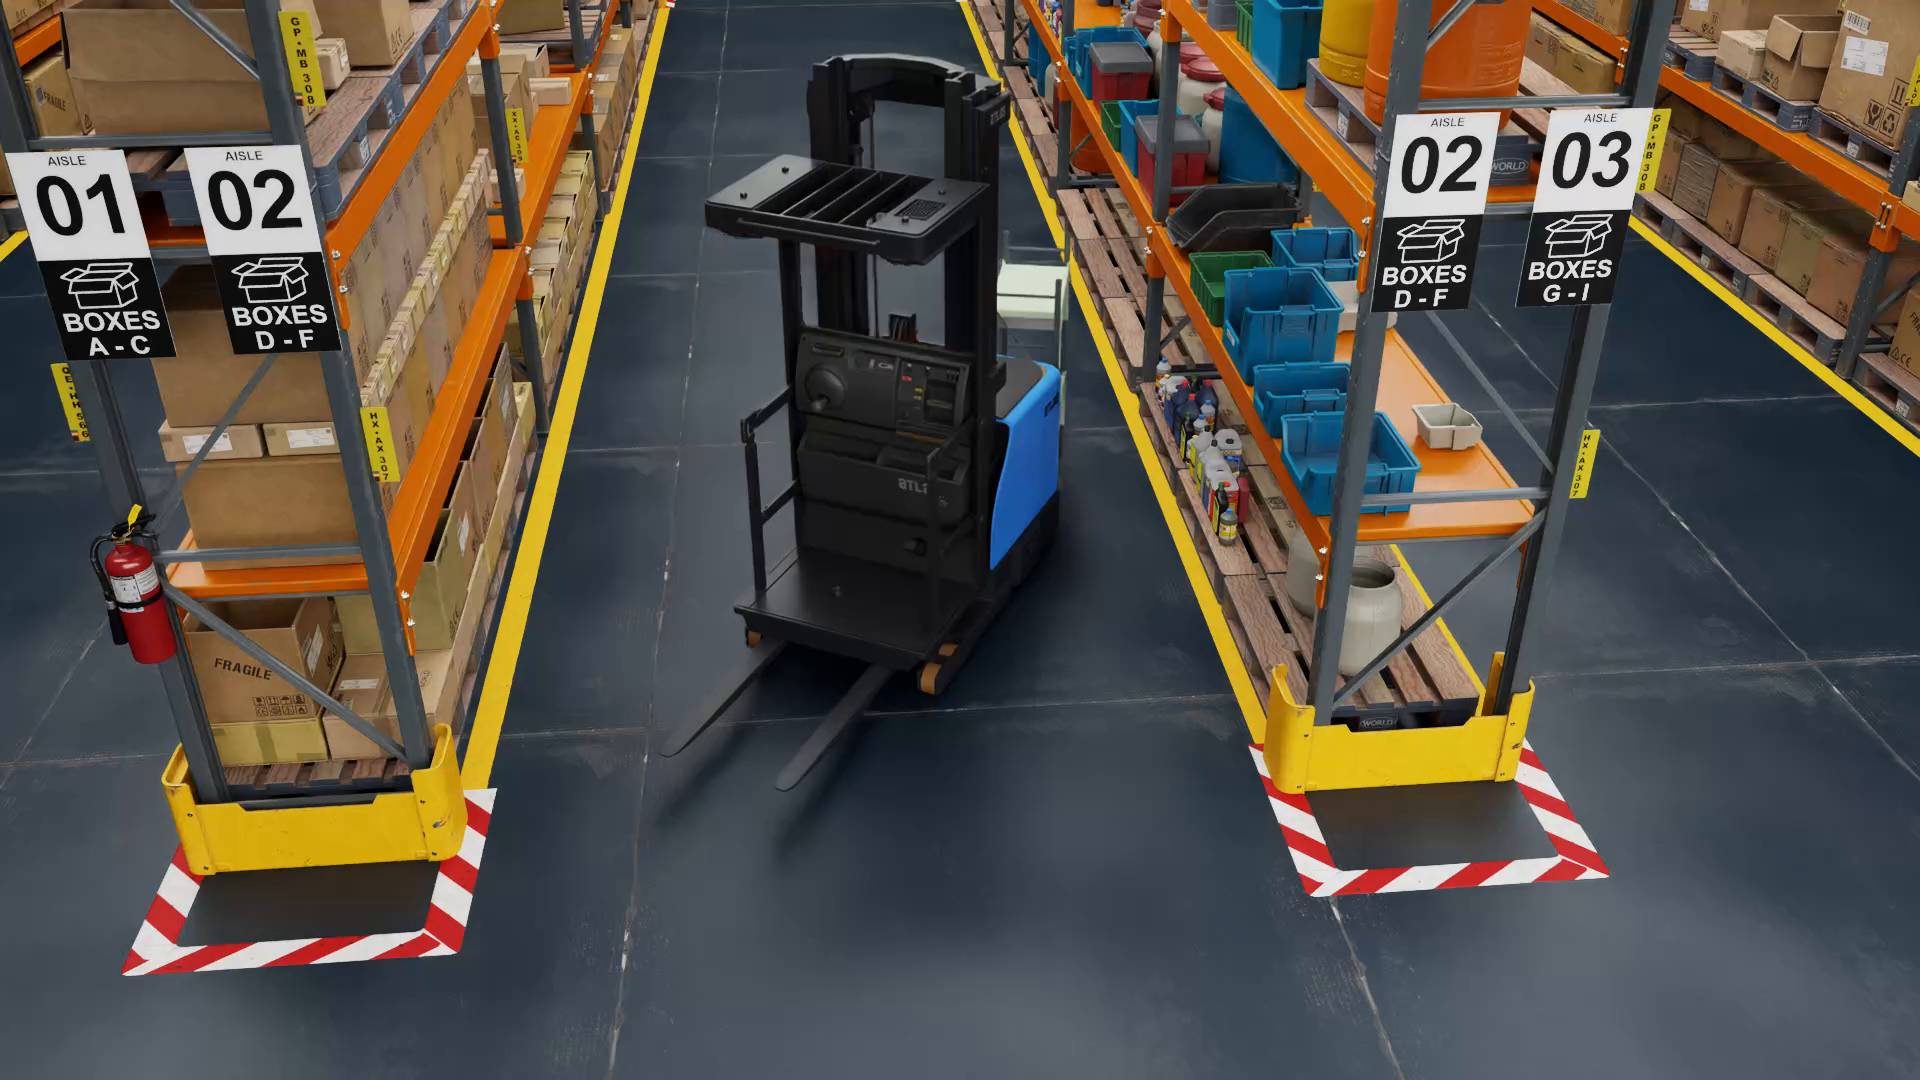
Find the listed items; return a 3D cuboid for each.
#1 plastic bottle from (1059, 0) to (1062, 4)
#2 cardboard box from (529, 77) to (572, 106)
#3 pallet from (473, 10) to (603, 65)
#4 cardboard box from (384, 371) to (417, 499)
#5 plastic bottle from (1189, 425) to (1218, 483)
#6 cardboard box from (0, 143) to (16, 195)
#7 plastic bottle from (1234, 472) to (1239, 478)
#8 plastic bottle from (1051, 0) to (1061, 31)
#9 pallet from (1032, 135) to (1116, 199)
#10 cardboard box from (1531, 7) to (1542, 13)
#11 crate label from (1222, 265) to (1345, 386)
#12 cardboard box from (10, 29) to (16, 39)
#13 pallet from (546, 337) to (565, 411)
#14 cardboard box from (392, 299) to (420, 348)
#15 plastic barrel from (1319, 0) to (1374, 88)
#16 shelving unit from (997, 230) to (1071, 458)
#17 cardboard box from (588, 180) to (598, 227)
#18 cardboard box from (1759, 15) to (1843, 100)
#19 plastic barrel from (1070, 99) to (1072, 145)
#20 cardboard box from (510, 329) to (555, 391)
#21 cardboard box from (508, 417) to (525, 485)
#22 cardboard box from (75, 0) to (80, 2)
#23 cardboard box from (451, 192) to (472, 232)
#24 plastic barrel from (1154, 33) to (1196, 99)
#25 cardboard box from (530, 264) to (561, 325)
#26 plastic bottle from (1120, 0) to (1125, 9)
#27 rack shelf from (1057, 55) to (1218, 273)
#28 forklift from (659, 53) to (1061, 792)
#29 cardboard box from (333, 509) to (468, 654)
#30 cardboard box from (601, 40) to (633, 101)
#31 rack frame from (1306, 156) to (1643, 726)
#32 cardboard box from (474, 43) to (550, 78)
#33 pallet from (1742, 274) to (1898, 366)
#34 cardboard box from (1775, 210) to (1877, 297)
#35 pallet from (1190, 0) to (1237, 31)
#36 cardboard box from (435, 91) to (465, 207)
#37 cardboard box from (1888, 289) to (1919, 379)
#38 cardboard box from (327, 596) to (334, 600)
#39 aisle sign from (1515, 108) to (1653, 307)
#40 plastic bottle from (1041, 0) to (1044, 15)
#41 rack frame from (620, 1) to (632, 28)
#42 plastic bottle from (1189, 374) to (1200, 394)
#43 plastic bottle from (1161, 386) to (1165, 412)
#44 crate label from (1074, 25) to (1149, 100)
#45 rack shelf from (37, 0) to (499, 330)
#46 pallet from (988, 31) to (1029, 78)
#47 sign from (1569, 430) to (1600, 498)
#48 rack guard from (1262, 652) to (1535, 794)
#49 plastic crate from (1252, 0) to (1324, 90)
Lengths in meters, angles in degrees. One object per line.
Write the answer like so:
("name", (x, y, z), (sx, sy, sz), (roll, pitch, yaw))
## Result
("plastic bottle", (0.913, -5.084, 15.450), (0.061, 0.283, 0.133), (-3, 31, -5))
("cardboard box", (-3.217, -3.474, 12.886), (0.380, 0.149, 0.250), (-3, 31, -5))
("pallet", (-3.710, -4.288, 14.191), (1.213, 0.211, 1.003), (-3, 31, -5))
("cardboard box", (-2.914, -0.493, 7.553), (0.700, 0.500, 0.500), (-2, 31, -3))
("plastic bottle", (1.449, -0.527, 9.862), (0.144, 0.351, 0.185), (-3, 31, -5))
("cardboard box", (-8.446, -3.428, 14.250), (0.750, 0.750, 0.750), (-3, 31, -5))
("plastic bottle", (1.608, -0.299, 9.626), (0.097, 0.201, 0.097), (0, 31, 0))
("plastic bottle", (0.861, -4.671, 14.771), (0.097, 0.271, 0.097), (0, 31, 0))
("pallet", (1.241, -3.467, 15.348), (1.003, 0.211, 1.213), (-3, 31, -5))
("cardboard box", (6.077, -5.029, 16.907), (1.225, 0.875, 0.875), (-4, 31, -6))
("crate label", (1.662, -1.121, 8.667), (0.502, 0.435, 0.616), (-3, 31, -5))
("cardboard box", (-8.443, -4.392, 14.403), (0.380, 0.149, 0.250), (-2, 31, -4))
("pallet", (-3.310, -1.163, 11.491), (1.003, 0.211, 1.213), (-3, 31, -5))
("cardboard box", (-2.749, -1.003, 7.773), (0.380, 0.149, 0.250), (-4, 31, -6))
("plastic barrel", (1.870, -2.304, 7.163), (0.600, 0.588, 0.600), (0, 31, 0))
("shelving unit", (0.412, -1.000, 9.961), (0.431, 1.500, 0.755), (4, 31, 6))
("cardboard box", (-3.284, -2.771, 13.736), (0.500, 0.250, 0.500), (-2, 31, -3))
("cardboard box", (6.407, -3.564, 12.281), (0.797, 0.503, 0.637), (0, 31, 0))
("plastic barrel", (1.151, -3.909, 15.385), (0.421, 0.512, 0.421), (0, 31, 0))
("cardboard box", (-2.994, -1.203, 11.111), (0.500, 0.250, 0.500), (-3, 31, -6))
("cardboard box", (-2.905, -0.504, 9.940), (0.500, 0.250, 0.500), (-3, 31, -5))
("cardboard box", (-8.459, -5.178, 15.720), (0.380, 0.149, 0.250), (-3, 31, -5))
("cardboard box", (-2.890, -1.785, 9.083), (0.380, 0.149, 0.250), (-3, 31, -5))
("plastic barrel", (1.704, -3.581, 12.712), (0.421, 0.512, 0.421), (0, 31, 0))
("cardboard box", (-3.035, -1.705, 11.404), (0.500, 0.311, 0.500), (-3, 31, -5))
("plastic bottle", (1.546, -5.095, 15.480), (0.097, 0.271, 0.097), (0, 31, 0))
("rack shelf", (1.543, -2.933, 12.437), (1.077, 0.370, 4.000), (-3, 31, -5))
("forklift", (-0.476, -0.723, 8.102), (1.130, 2.935, 3.031), (13, 33, 20))
("cardboard box", (-2.706, 0.195, 8.039), (0.500, 0.500, 0.500), (-3, 31, -5))
("cardboard box", (-3.581, -4.695, 16.693), (0.500, 0.500, 0.500), (-3, 31, -4))
("rack frame", (2.103, -0.179, 7.124), (1.000, 3.000, 0.127), (-3, 31, -5))
("cardboard box", (-3.586, -3.802, 13.277), (0.500, 0.311, 0.500), (-1, 31, -1))
("pallet", (6.587, -1.659, 12.321), (1.003, 0.211, 1.213), (-3, 31, -5))
("cardboard box", (6.599, -2.133, 12.405), (0.700, 0.500, 0.500), (-3, 31, -5))
("pallet", (1.894, -3.064, 9.214), (1.213, 0.211, 1.003), (-3, 31, -5))
("cardboard box", (-3.106, -2.101, 8.980), (0.700, 0.500, 0.500), (-3, 31, -5))
("cardboard box", (6.658, -1.359, 11.129), (0.500, 0.500, 0.500), (-4, 31, -6))
("cardboard box", (-3.283, -0.035, 8.423), (0.500, 0.500, 0.500), (-3, 31, -5))
("aisle sign", (2.402, -1.272, 6.420), (0.394, 0.787, 0.004), (-3, 31, -5))
("plastic bottle", (0.786, -4.983, 15.281), (0.061, 0.283, 0.133), (-3, 31, -5))
("rack frame", (-3.950, -6.070, 16.987), (1.000, 3.000, 0.127), (-3, 31, -5))
("plastic bottle", (1.486, -0.902, 10.554), (0.061, 0.283, 0.133), (-3, 31, -5))
("plastic bottle", (1.342, -0.921, 10.667), (0.097, 0.201, 0.097), (0, 31, 0))
("crate label", (1.179, -3.758, 13.082), (0.502, 0.435, 0.616), (-3, 31, -5))
("rack shelf", (-3.016, -1.944, 7.855), (1.077, 0.370, 4.000), (-3, 31, -5))
("pallet", (0.875, -5.482, 18.722), (1.003, 0.211, 1.213), (-3, 31, -5))
("sign", (2.651, -0.322, 7.094), (0.100, 0.325, 0.005), (-3, 31, -5))
("rack guard", (2.049, 0.858, 7.827), (1.175, 0.500, 0.348), (-3, 31, -5))
("plastic crate", (1.625, -2.419, 7.965), (0.392, 0.384, 0.575), (-3, 31, -5))
